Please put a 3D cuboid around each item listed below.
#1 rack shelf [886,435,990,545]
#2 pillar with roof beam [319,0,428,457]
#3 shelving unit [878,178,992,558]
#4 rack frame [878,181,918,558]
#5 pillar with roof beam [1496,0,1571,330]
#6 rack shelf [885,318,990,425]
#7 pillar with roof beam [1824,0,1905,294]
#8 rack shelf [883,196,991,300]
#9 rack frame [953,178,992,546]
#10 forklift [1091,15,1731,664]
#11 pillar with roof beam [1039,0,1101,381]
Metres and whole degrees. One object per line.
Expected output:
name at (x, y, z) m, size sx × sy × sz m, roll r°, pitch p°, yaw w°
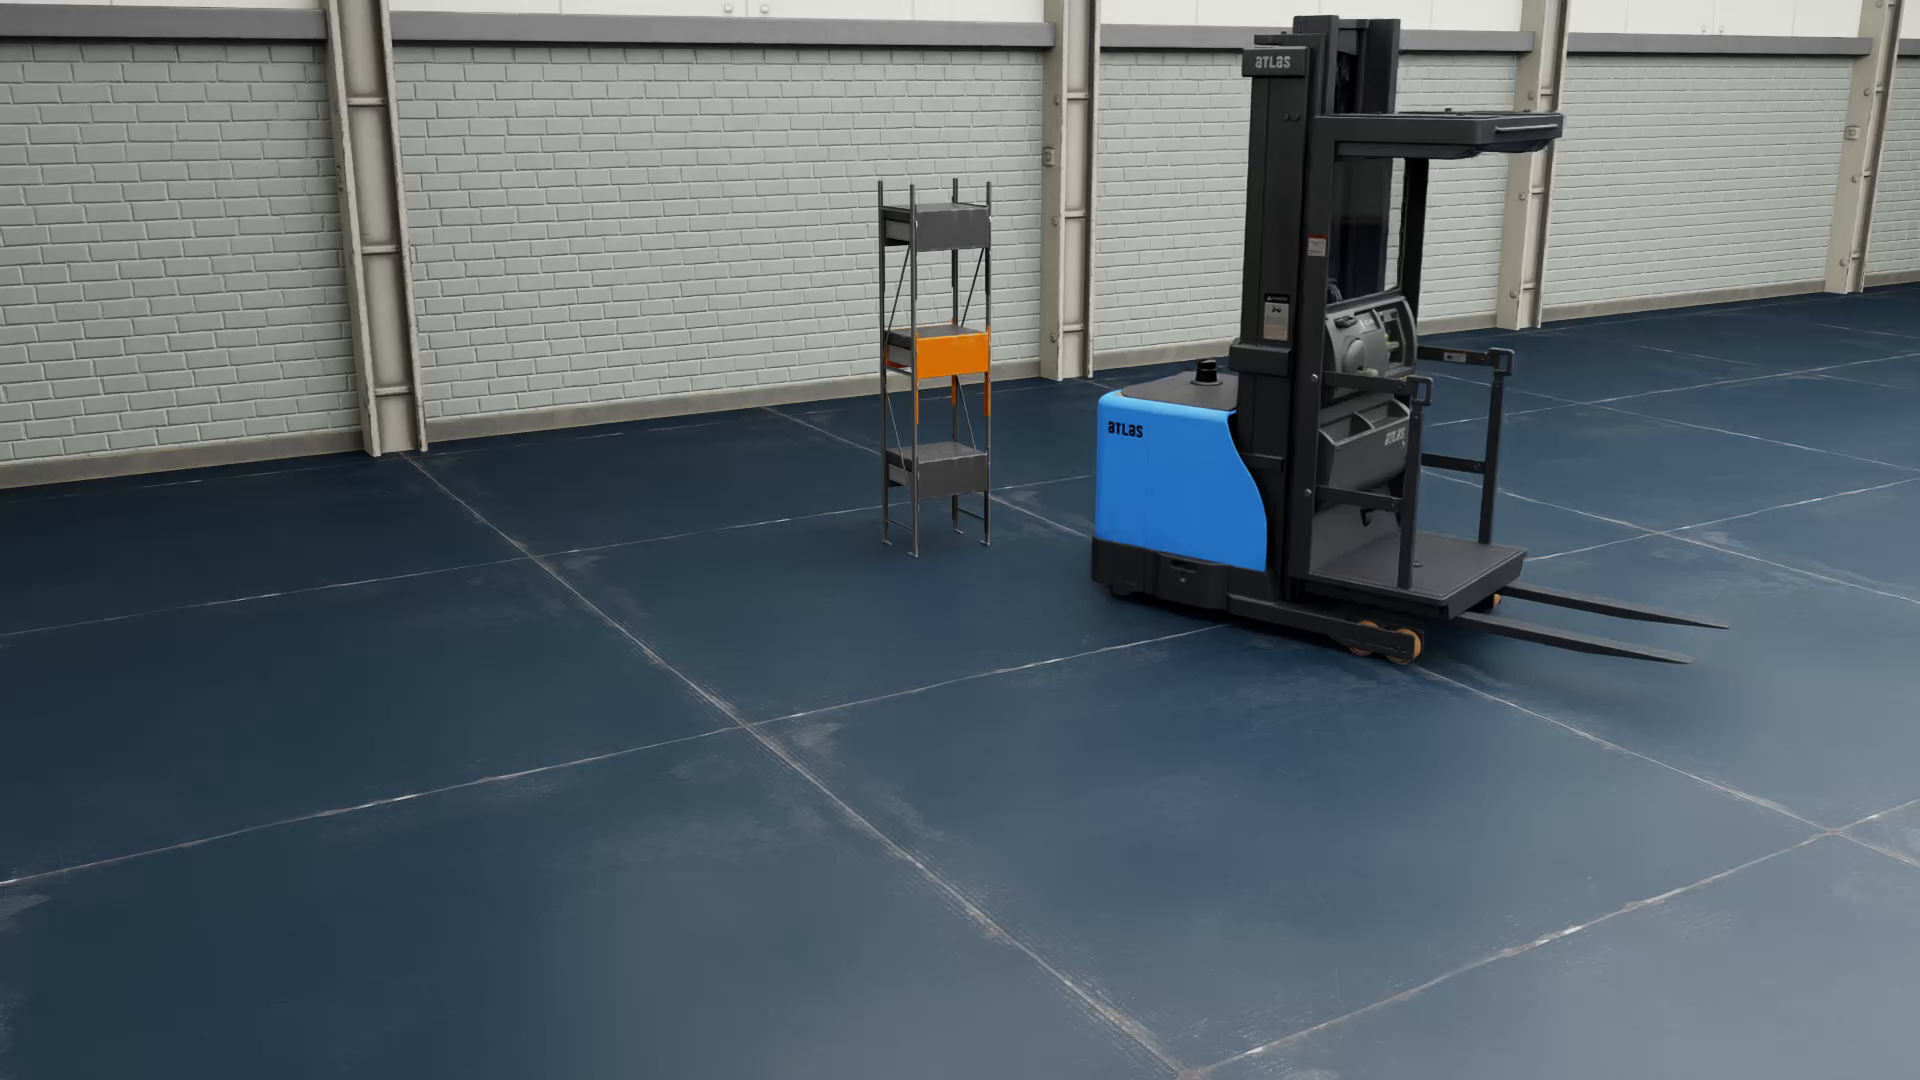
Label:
rack shelf at (-0.142, -0.301, 9.737) m, size 0.480 × 0.518 × 0.431 m, roll -9°, pitch 18°, yaw -30°
pillar with roof beam at (-1.954, -4.005, 7.525) m, size 0.400 × 9.000 × 9.100 m, roll -9°, pitch 18°, yaw -30°
shelving unit at (-0.142, -0.988, 9.544) m, size 0.503 × 2.100 × 0.431 m, roll -9°, pitch 18°, yaw -30°
rack frame at (-0.351, -0.954, 9.423) m, size 0.015 × 2.100 × 0.400 m, roll -9°, pitch 18°, yaw -30°
pillar with roof beam at (8.332, -5.673, 13.476) m, size 0.400 × 9.000 × 9.100 m, roll -9°, pitch 18°, yaw -30°
rack shelf at (-0.142, -0.975, 9.548) m, size 0.480 × 0.518 × 0.431 m, roll -9°, pitch 18°, yaw -30°
pillar with roof beam at (13.475, -6.507, 16.451) m, size 0.400 × 9.000 × 9.100 m, roll -9°, pitch 18°, yaw -30°
rack shelf at (-0.142, -1.649, 9.359) m, size 0.480 × 0.518 × 0.431 m, roll -9°, pitch 18°, yaw -30°
rack frame at (0.067, -1.022, 9.665) m, size 0.015 × 2.100 × 0.400 m, roll -9°, pitch 18°, yaw -30°
forklift at (2.173, -0.988, 8.003) m, size 3.031 × 2.935 × 1.130 m, roll 12°, pitch 20°, yaw 37°
pillar with roof beam at (3.189, -4.839, 10.501) m, size 0.400 × 9.000 × 9.100 m, roll -9°, pitch 18°, yaw -30°
